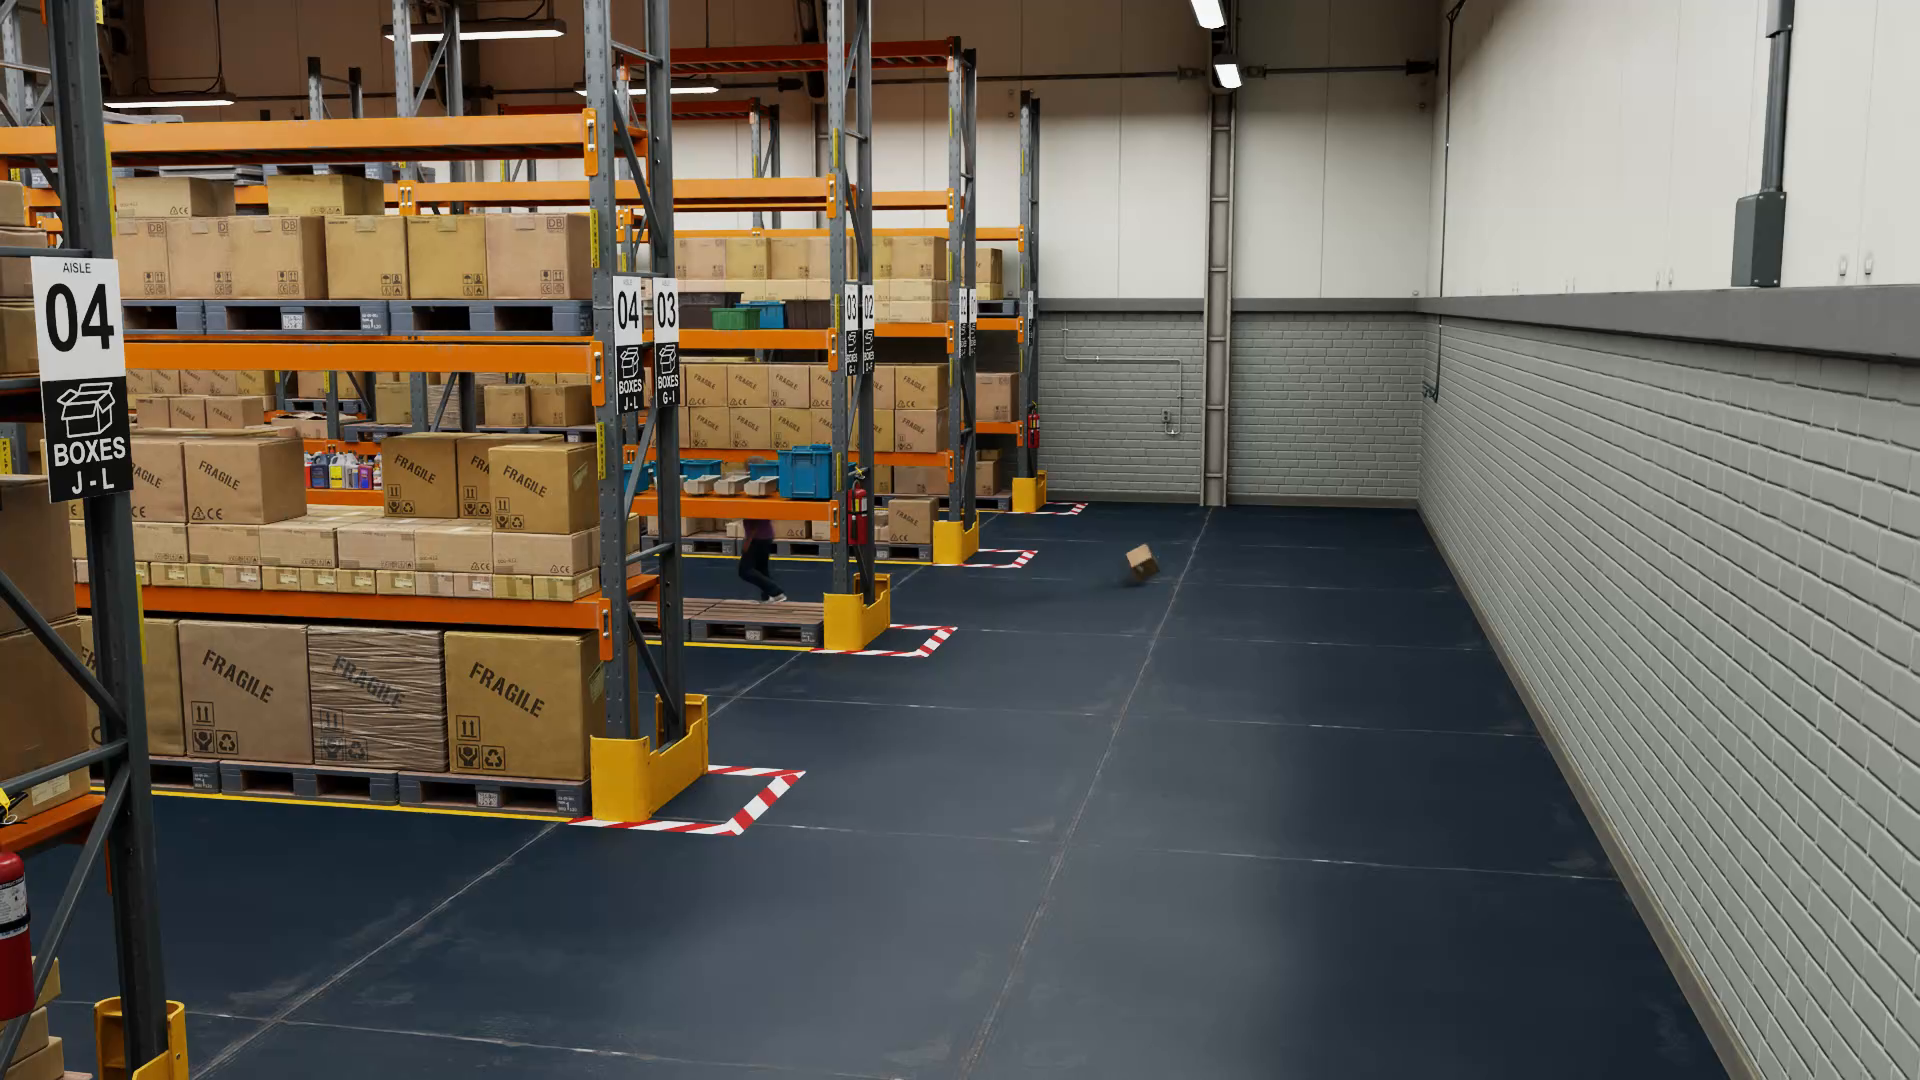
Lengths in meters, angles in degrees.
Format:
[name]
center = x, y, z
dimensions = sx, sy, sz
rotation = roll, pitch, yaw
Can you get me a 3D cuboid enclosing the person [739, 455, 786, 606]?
[person]
center = -1.875, -0.007, 15.810
dimensions = 0.433, 1.601, 0.483
rotation = 0, 8, -1
